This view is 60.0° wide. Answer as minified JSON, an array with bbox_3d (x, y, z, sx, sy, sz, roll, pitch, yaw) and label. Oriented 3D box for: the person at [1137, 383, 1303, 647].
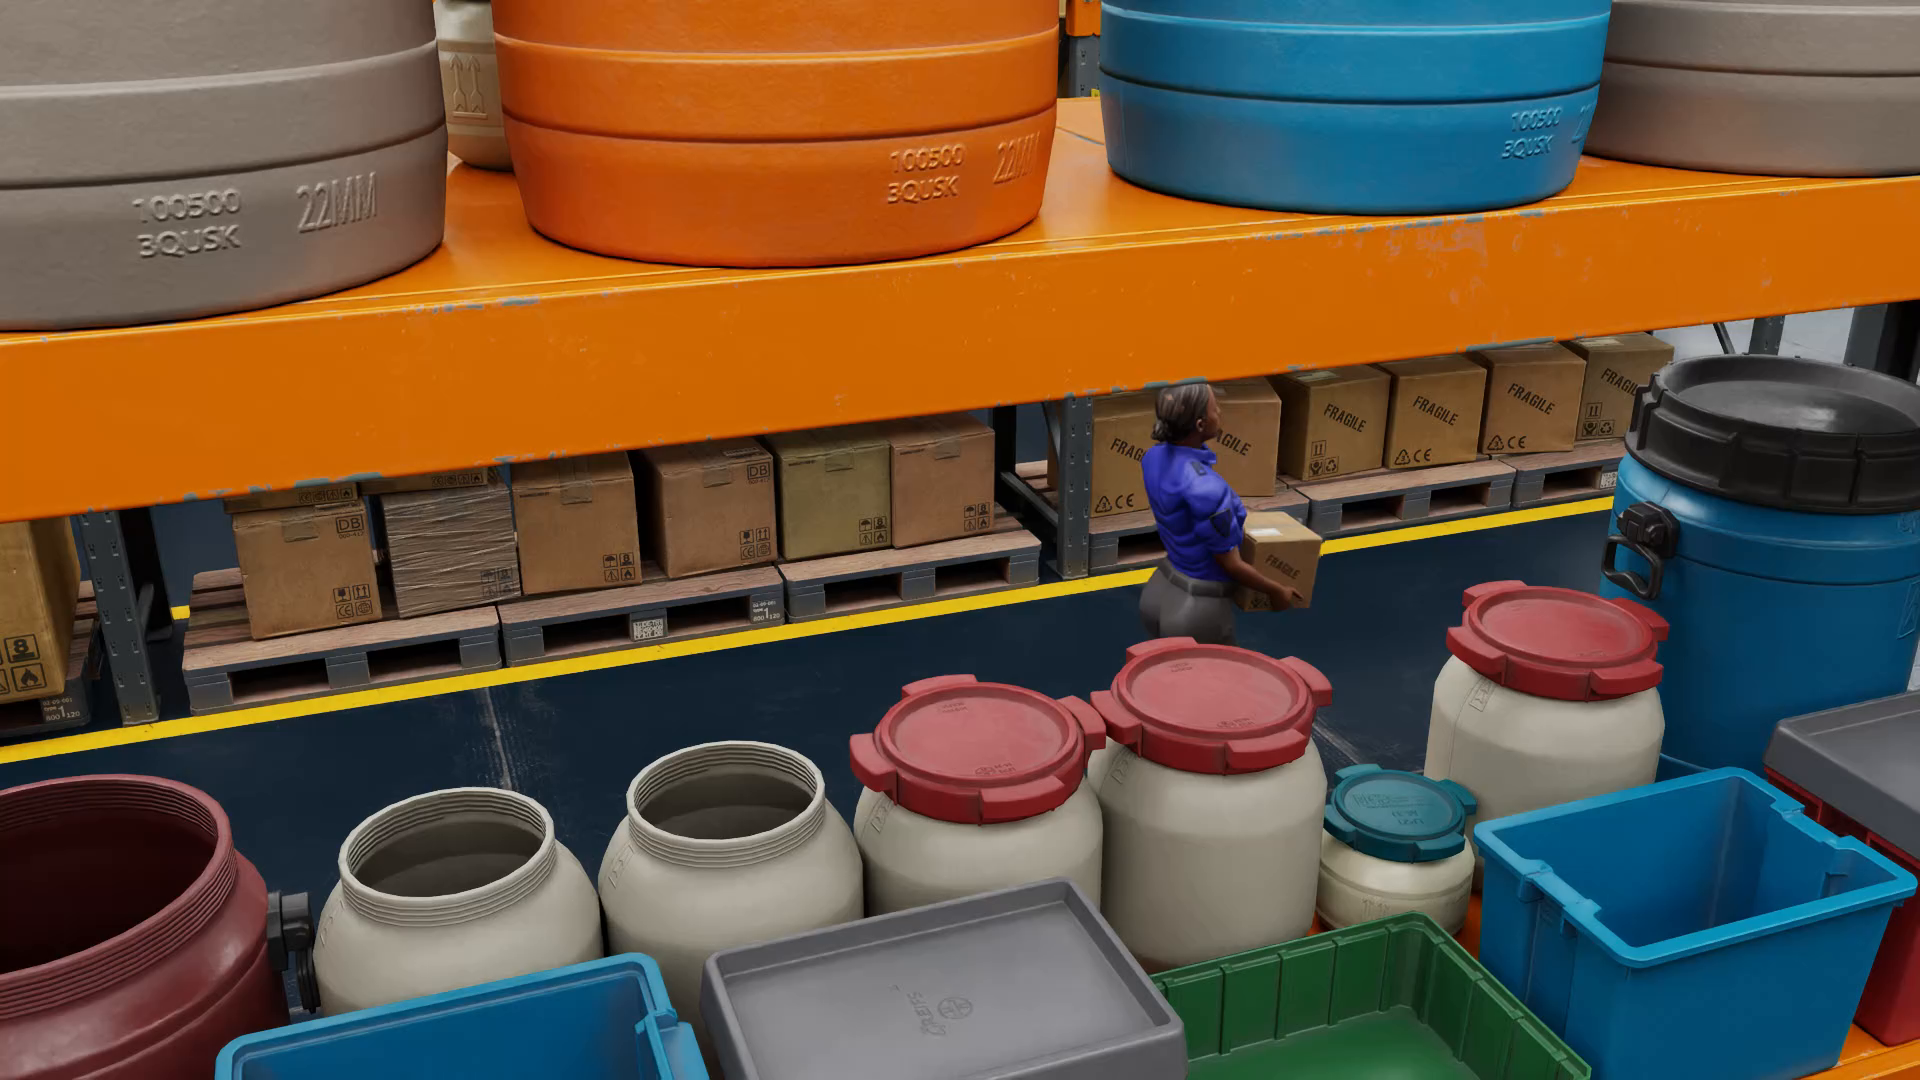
[{"bbox_3d":[0.840,0.239,5.532,0.511,1.652,0.454,-8,24,-19],"label":"person"}]
